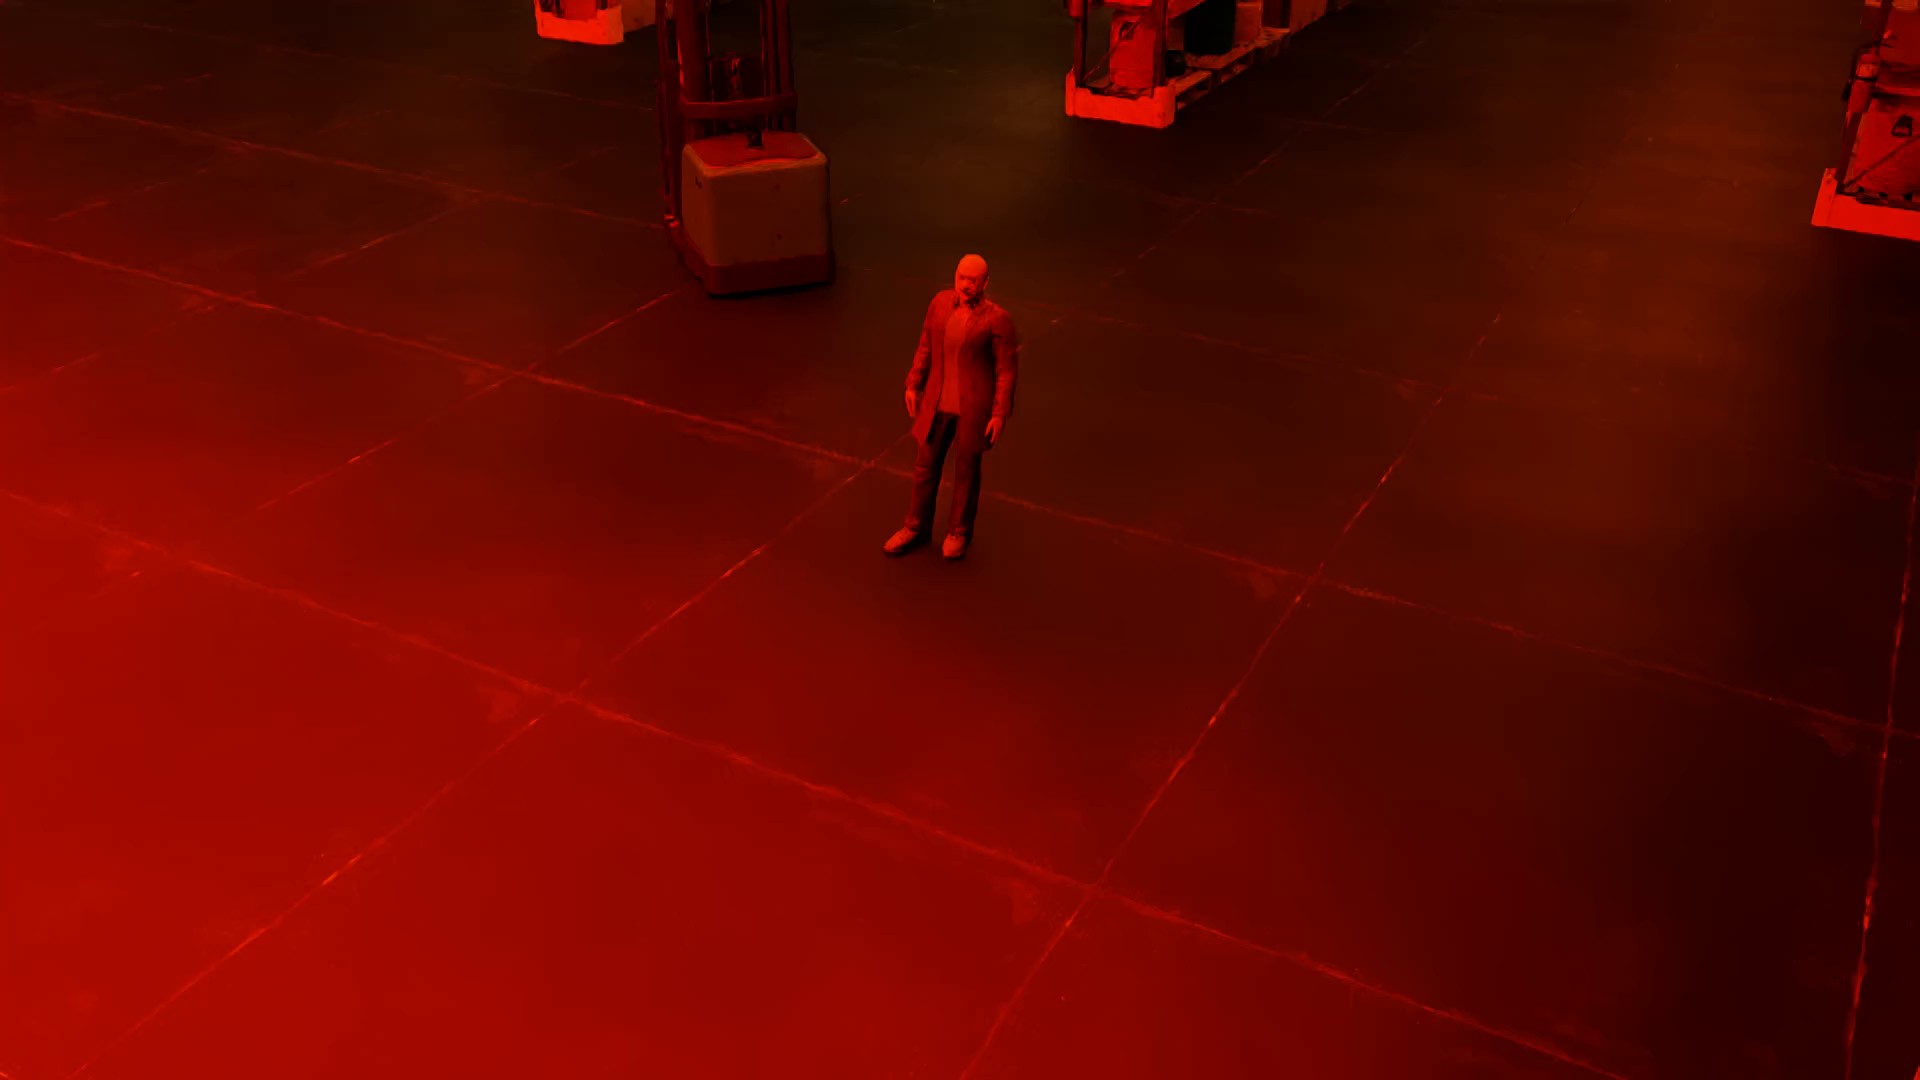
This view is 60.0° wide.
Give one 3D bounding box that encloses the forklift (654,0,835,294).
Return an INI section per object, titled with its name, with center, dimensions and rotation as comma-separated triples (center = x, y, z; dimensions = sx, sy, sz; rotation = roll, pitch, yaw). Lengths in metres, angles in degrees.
[forklift]
center = -2.002, -3.952, 13.918
dimensions = 1.130, 2.935, 3.031
rotation = -10, 32, -17

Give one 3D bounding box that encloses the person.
[person]
center = -0.048, -0.738, 9.487
dimensions = 0.694, 1.776, 0.580
rotation = 15, 33, 25
